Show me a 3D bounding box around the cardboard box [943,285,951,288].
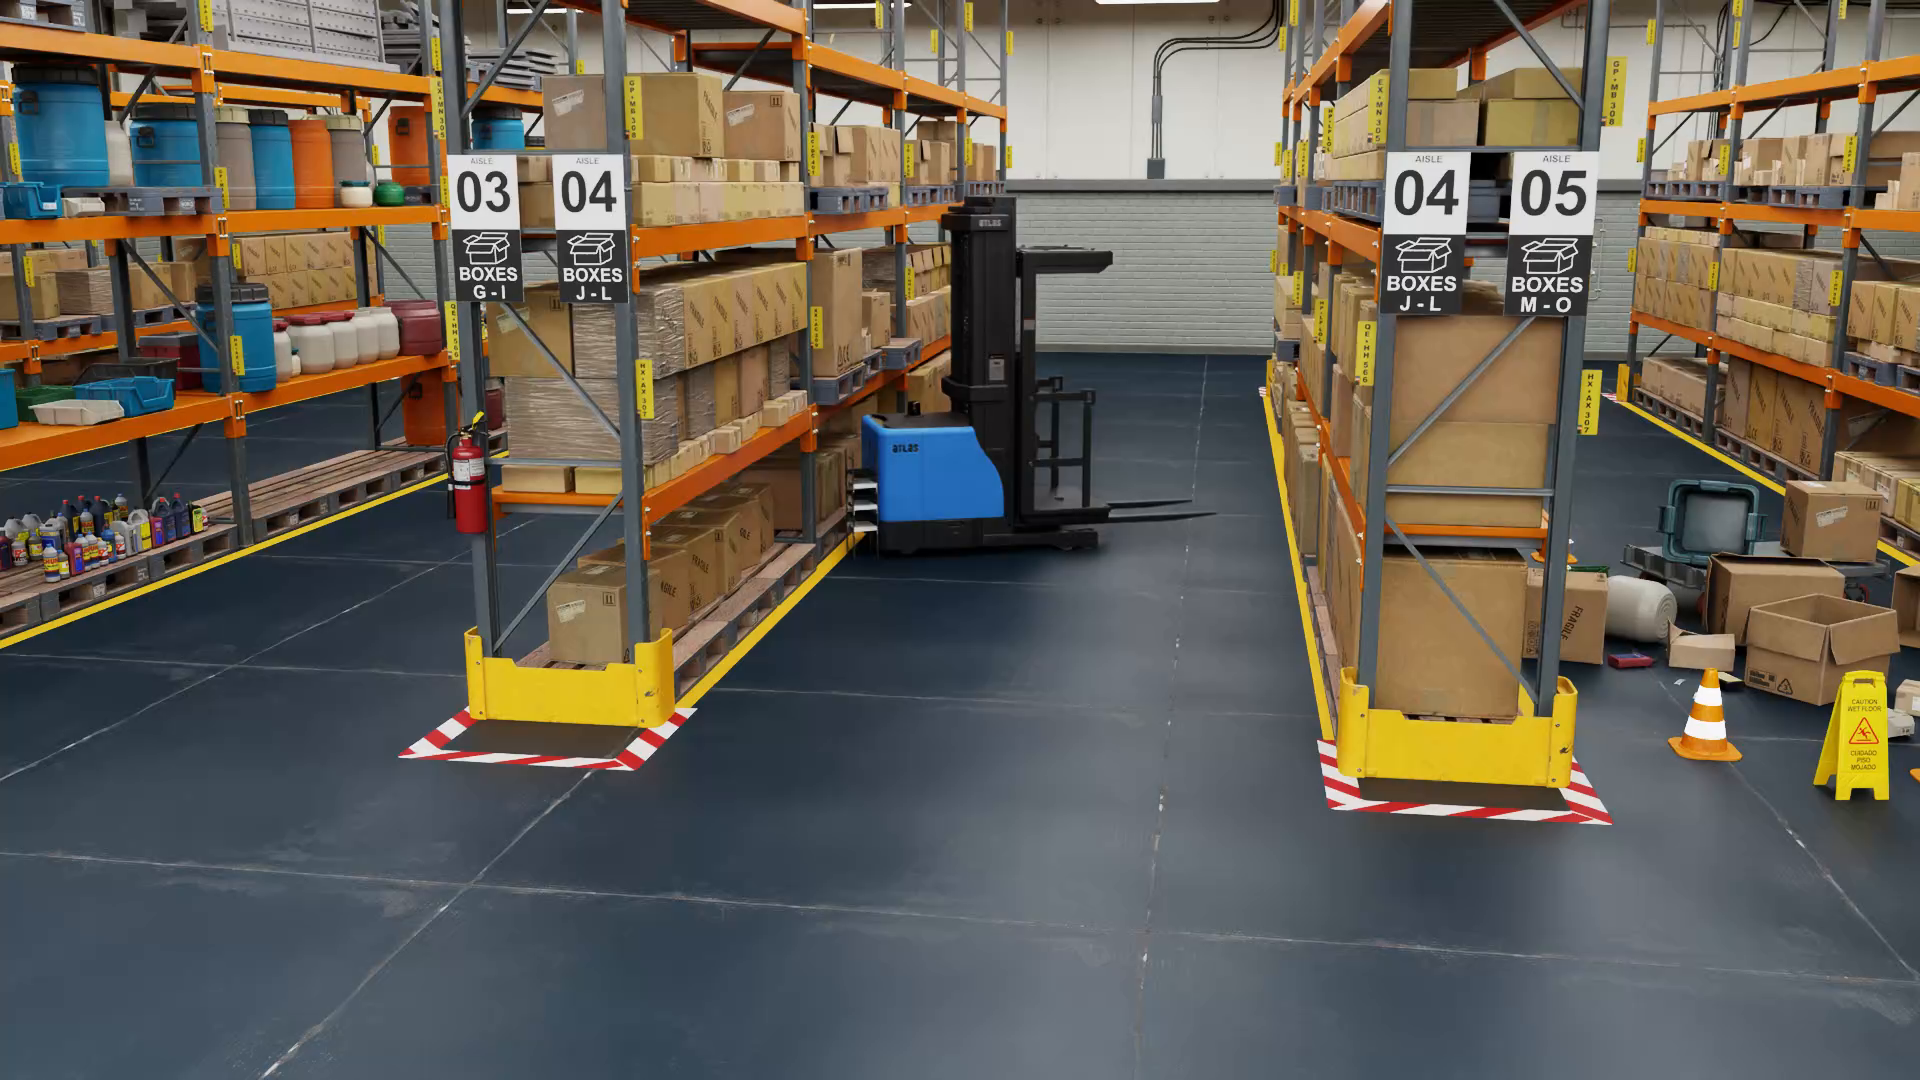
[{"bbox_3d":[-0.238,-2.869,20.450,0.500,0.500,0.500,2,12,9],"label":"cardboard box"}]

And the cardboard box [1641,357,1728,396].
[{"bbox_3d":[9.968,-2.250,22.900,0.875,0.438,0.875,1,12,7],"label":"cardboard box"}]

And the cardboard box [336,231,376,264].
[{"bbox_3d":[-9.406,-4.517,25.723,0.500,0.500,0.500,2,12,8],"label":"cardboard box"}]

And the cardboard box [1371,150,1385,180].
[{"bbox_3d":[2.320,-1.925,8.547,0.380,0.149,0.250,2,12,9],"label":"cardboard box"}]

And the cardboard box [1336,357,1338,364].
[{"bbox_3d":[3.174,-1.076,12.009,0.875,0.550,0.550,2,12,9],"label":"cardboard box"}]

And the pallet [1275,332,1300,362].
[{"bbox_3d":[3.838,-1.970,16.971,1.213,0.211,1.003,2,12,9],"label":"pallet"}]

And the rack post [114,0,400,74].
[{"bbox_3d":[-6.343,-4.865,15.233,1.013,1.000,3.121,2,12,9],"label":"rack post"}]

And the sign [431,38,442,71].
[{"bbox_3d":[-5.401,-5.013,17.160,0.100,0.325,0.005,2,12,9],"label":"sign"}]

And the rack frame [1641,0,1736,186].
[{"bbox_3d":[9.971,-6.371,22.695,1.000,3.000,0.127,2,12,9],"label":"rack frame"}]

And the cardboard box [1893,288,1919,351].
[{"bbox_3d":[8.295,-1.867,14.095,0.500,0.500,0.500,2,12,10],"label":"cardboard box"}]

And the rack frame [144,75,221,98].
[{"bbox_3d":[-10.224,-6.181,21.814,1.000,3.000,0.127,2,12,9],"label":"rack frame"}]

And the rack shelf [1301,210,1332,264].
[{"bbox_3d":[3.526,-2.611,14.074,1.077,0.370,4.000,2,12,9],"label":"rack shelf"}]

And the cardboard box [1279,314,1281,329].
[{"bbox_3d":[3.617,-2.325,17.763,0.380,0.149,0.250,1,12,6],"label":"cardboard box"}]

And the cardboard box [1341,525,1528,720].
[{"bbox_3d":[2.643,0.443,9.363,0.875,0.875,0.875,2,12,9],"label":"cardboard box"}]

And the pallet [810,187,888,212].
[{"bbox_3d":[-1.310,-2.977,14.512,1.213,0.211,1.003,2,12,9],"label":"pallet"}]

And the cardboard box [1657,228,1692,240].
[{"bbox_3d":[9.497,-4.065,22.087,0.380,0.149,0.250,1,12,7],"label":"cardboard box"}]

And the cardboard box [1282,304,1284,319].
[{"bbox_3d":[3.537,-2.368,17.256,0.380,0.149,0.250,2,12,10],"label":"cardboard box"}]

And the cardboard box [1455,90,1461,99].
[{"bbox_3d":[3.283,-2.718,10.334,0.380,0.149,0.250,2,12,8],"label":"cardboard box"}]

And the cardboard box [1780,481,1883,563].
[{"bbox_3d":[6.362,-0.140,12.158,0.500,0.500,0.500,2,12,9],"label":"cardboard box"}]

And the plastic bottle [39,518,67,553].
[{"bbox_3d":[-7.039,-0.023,12.903,0.152,0.276,0.135,2,12,9],"label":"plastic bottle"}]

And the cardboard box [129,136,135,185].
[{"bbox_3d":[-10.455,-4.775,20.941,0.600,0.600,0.600,2,12,8],"label":"cardboard box"}]

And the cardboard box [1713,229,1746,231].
[{"bbox_3d":[9.972,-3.944,21.525,0.380,0.149,0.250,2,12,10],"label":"cardboard box"}]

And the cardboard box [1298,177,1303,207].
[{"bbox_3d":[3.735,-3.659,16.995,0.500,0.500,0.500,2,12,9],"label":"cardboard box"}]

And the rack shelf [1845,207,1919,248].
[{"bbox_3d":[8.433,-2.471,13.428,1.077,0.370,4.000,2,12,9],"label":"rack shelf"}]

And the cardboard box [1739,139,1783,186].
[{"bbox_3d":[8.934,-4.152,18.285,0.500,0.500,0.500,2,12,8],"label":"cardboard box"}]

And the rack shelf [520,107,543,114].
[{"bbox_3d":[-5.023,-5.889,23.116,1.077,0.370,4.000,2,12,9],"label":"rack shelf"}]

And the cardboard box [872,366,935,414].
[{"bbox_3d":[-0.925,-1.404,17.933,1.225,0.875,0.875,1,12,6],"label":"cardboard box"}]

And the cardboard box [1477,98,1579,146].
[{"bbox_3d":[2.931,-2.132,8.560,0.500,0.250,0.500,2,12,9],"label":"cardboard box"}]

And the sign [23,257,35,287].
[{"bbox_3d":[-10.290,-2.964,18.380,0.100,0.325,0.005,2,12,9],"label":"sign"}]

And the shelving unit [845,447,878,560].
[{"bbox_3d":[-0.814,-0.305,13.771,0.210,0.900,0.258,-4,13,-18],"label":"shelving unit"}]

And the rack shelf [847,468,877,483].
[{"bbox_3d":[-0.814,-0.536,13.721,0.200,0.077,0.258,-4,13,-18],"label":"rack shelf"}]

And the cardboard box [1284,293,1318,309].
[{"bbox_3d":[3.456,-2.402,16.708,0.380,0.149,0.250,1,12,6],"label":"cardboard box"}]

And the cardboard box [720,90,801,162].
[{"bbox_3d":[-1.484,-3.064,12.342,0.500,0.500,0.500,2,12,7],"label":"cardboard box"}]

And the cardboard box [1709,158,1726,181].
[{"bbox_3d":[9.138,-4.404,19.772,0.396,0.266,0.258,2,12,10],"label":"cardboard box"}]

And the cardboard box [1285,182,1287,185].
[{"bbox_3d":[4.424,-4.458,21.296,0.500,0.250,0.500,2,12,8],"label":"cardboard box"}]

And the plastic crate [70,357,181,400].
[{"bbox_3d":[-6.767,-1.287,13.491,0.767,0.338,0.504,2,12,9],"label":"plastic crate"}]

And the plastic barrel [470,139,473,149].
[{"bbox_3d":[-5.822,-4.366,19.195,0.433,0.535,0.433,0,12,0],"label":"plastic barrel"}]

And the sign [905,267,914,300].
[{"bbox_3d":[-0.514,-2.606,16.904,0.100,0.325,0.005,2,12,9],"label":"sign"}]

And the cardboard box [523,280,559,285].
[{"bbox_3d":[-2.370,-1.338,10.267,0.500,0.500,0.500,2,12,9],"label":"cardboard box"}]

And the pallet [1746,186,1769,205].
[{"bbox_3d":[9.264,-3.786,18.275,0.805,0.209,1.217,1,12,6],"label":"pallet"}]

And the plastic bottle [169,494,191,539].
[{"bbox_3d":[-6.375,-0.199,13.538,0.144,0.351,0.185,2,12,7],"label":"plastic bottle"}]

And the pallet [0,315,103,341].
[{"bbox_3d":[-10.804,-2.465,19.268,1.213,0.211,1.003,2,12,9],"label":"pallet"}]

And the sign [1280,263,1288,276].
[{"bbox_3d":[3.912,-3.184,20.093,0.100,0.325,0.005,2,12,9],"label":"sign"}]

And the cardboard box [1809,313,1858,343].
[{"bbox_3d":[8.564,-2.053,16.069,0.500,0.250,0.500,2,12,8],"label":"cardboard box"}]

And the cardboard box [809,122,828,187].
[{"bbox_3d":[-1.496,-3.078,13.294,0.797,0.503,0.637,1,12,6],"label":"cardboard box"}]

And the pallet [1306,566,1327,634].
[{"bbox_3d":[3.025,0.439,11.954,1.003,0.211,1.213,2,12,9],"label":"pallet"}]

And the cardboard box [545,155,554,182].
[{"bbox_3d":[-2.391,-2.135,9.569,0.380,0.149,0.250,1,12,7],"label":"cardboard box"}]

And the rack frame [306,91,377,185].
[{"bbox_3d":[-9.609,-7.014,25.678,1.000,3.000,0.127,2,12,9],"label":"rack frame"}]

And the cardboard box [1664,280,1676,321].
[{"bbox_3d":[9.407,-3.080,21.428,0.500,0.500,0.500,2,12,11],"label":"cardboard box"}]

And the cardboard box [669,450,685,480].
[{"bbox_3d":[-1.892,-0.460,10.106,0.380,0.149,0.250,2,12,9],"label":"cardboard box"}]

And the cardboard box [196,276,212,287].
[{"bbox_3d":[-10.401,-3.410,22.957,0.500,0.500,0.500,2,12,10],"label":"cardboard box"}]

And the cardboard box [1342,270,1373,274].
[{"bbox_3d":[3.524,-2.038,14.220,0.700,0.500,0.500,2,12,8],"label":"cardboard box"}]

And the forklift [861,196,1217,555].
[{"bbox_3d":[0.701,-1.450,14.263,3.031,2.935,1.130,-3,12,-12],"label":"forklift"}]

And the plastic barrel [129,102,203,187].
[{"bbox_3d":[-6.697,-3.246,14.126,0.600,0.901,0.708,2,12,9],"label":"plastic barrel"}]
